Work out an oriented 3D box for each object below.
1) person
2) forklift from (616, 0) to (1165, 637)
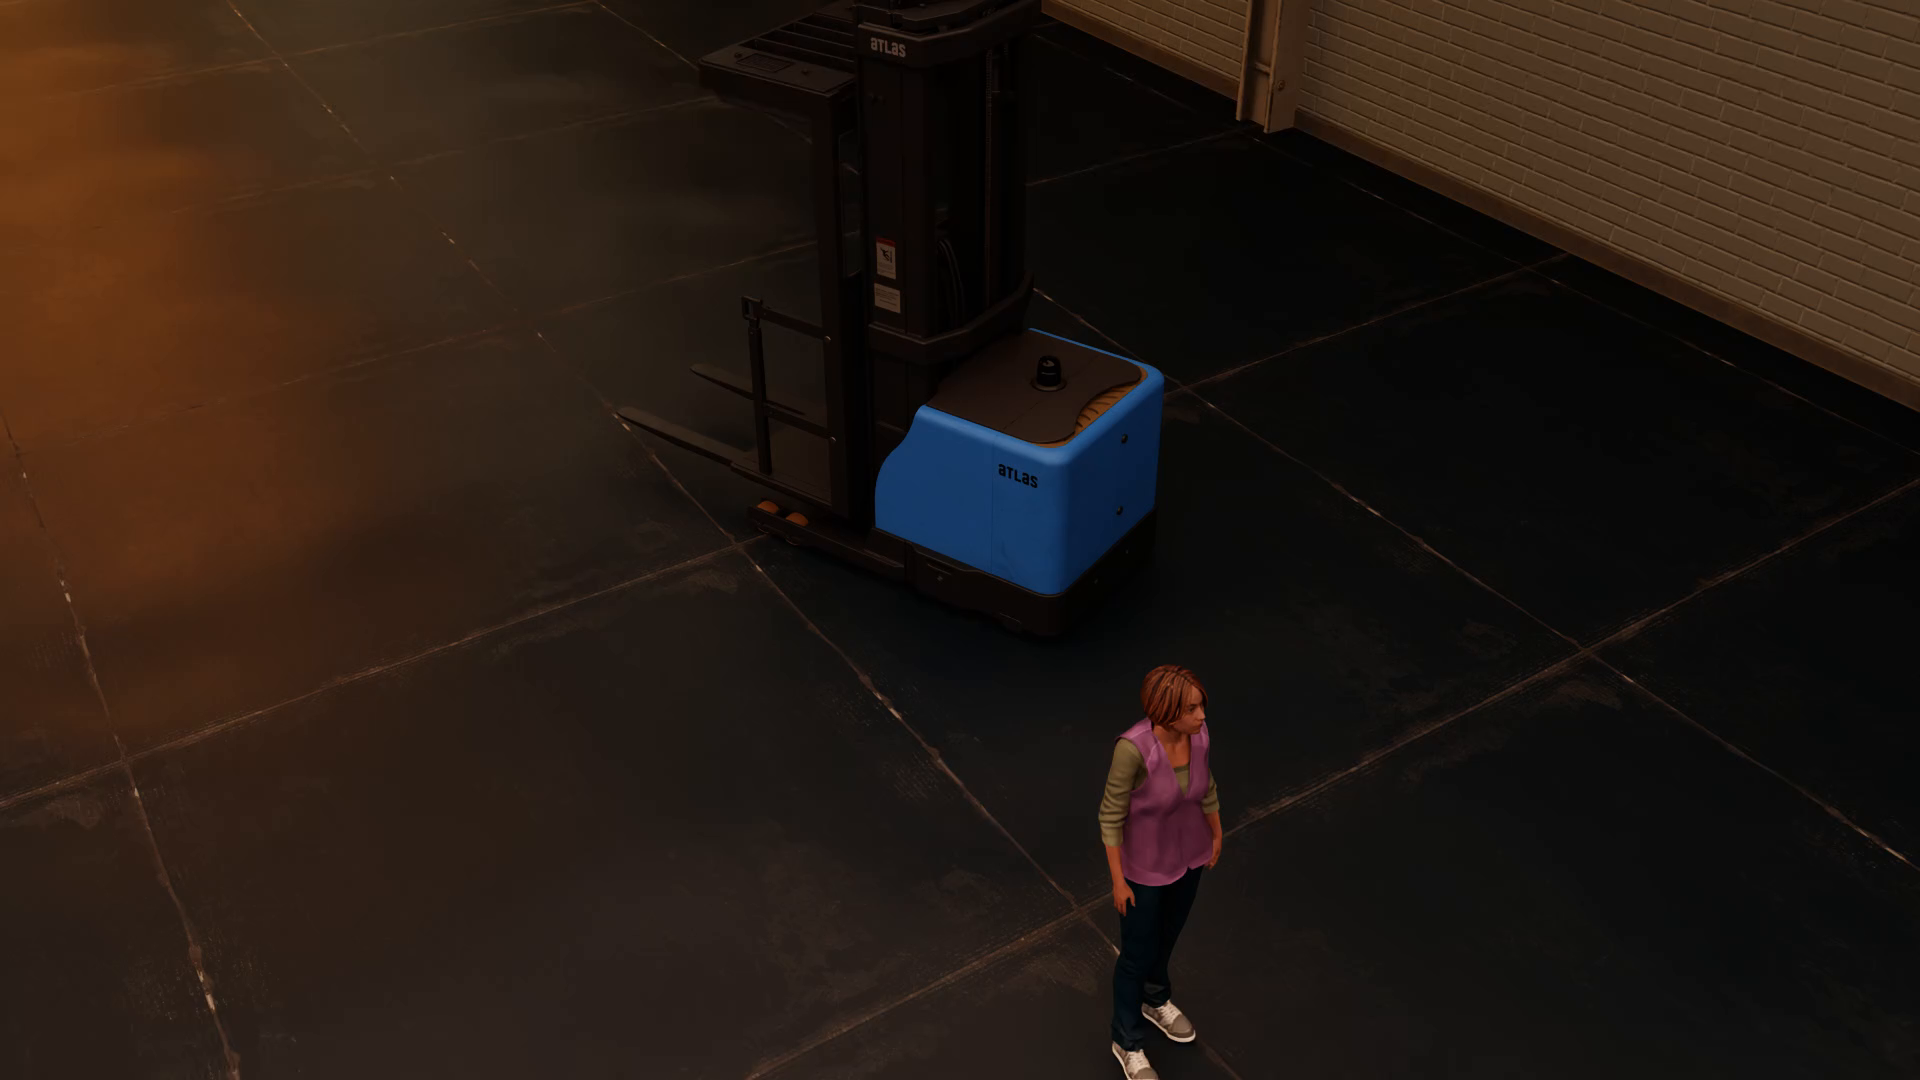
[{"bbox_3d":[0.730,1.144,5.681,0.519,1.583,0.474,-23,41,-29],"label":"person"},{"bbox_3d":[-0.500,-1.399,8.138,3.031,2.935,1.130,22,41,28],"label":"forklift"}]
